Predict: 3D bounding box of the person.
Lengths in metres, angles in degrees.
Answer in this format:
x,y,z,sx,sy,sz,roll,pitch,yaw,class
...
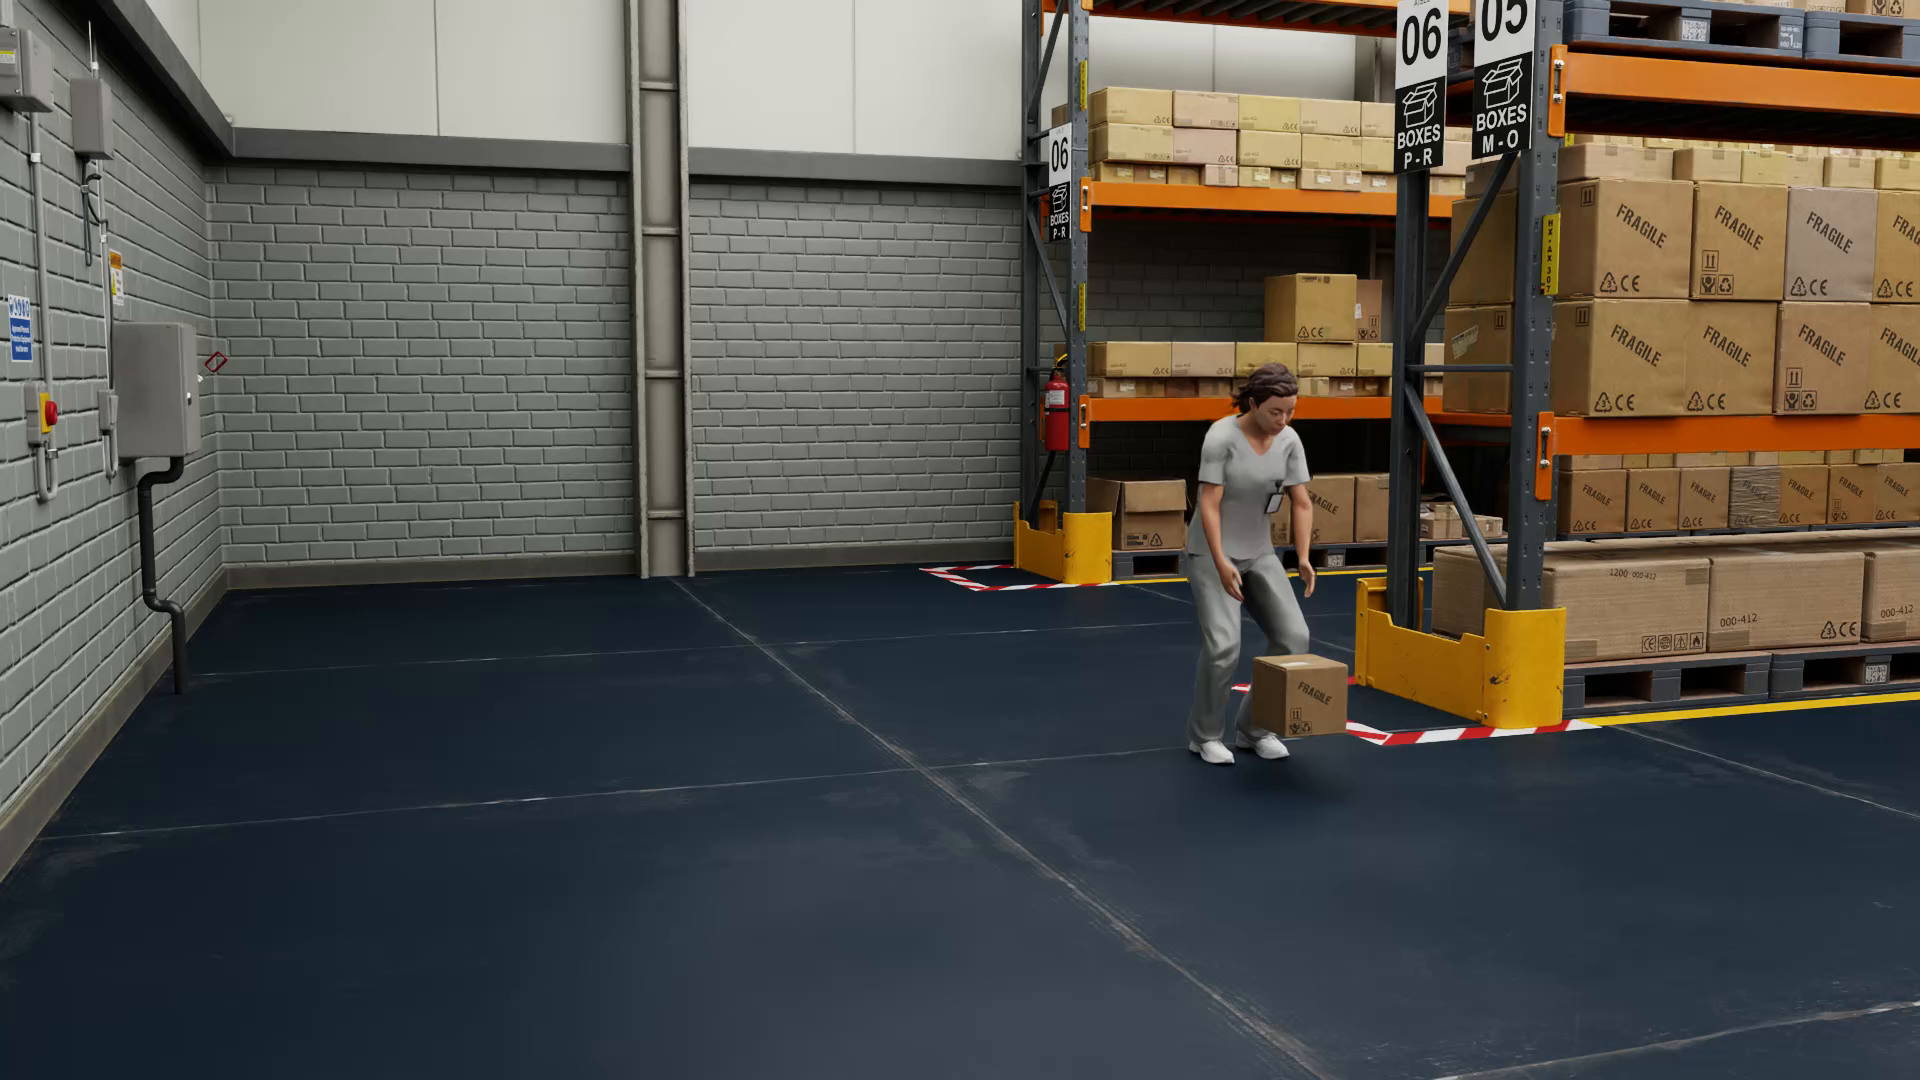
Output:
x,y,z,sx,sy,sz,roll,pitch,yaw,class
1.124,0.085,6.422,0.480,1.536,0.510,-2,6,-18,person
